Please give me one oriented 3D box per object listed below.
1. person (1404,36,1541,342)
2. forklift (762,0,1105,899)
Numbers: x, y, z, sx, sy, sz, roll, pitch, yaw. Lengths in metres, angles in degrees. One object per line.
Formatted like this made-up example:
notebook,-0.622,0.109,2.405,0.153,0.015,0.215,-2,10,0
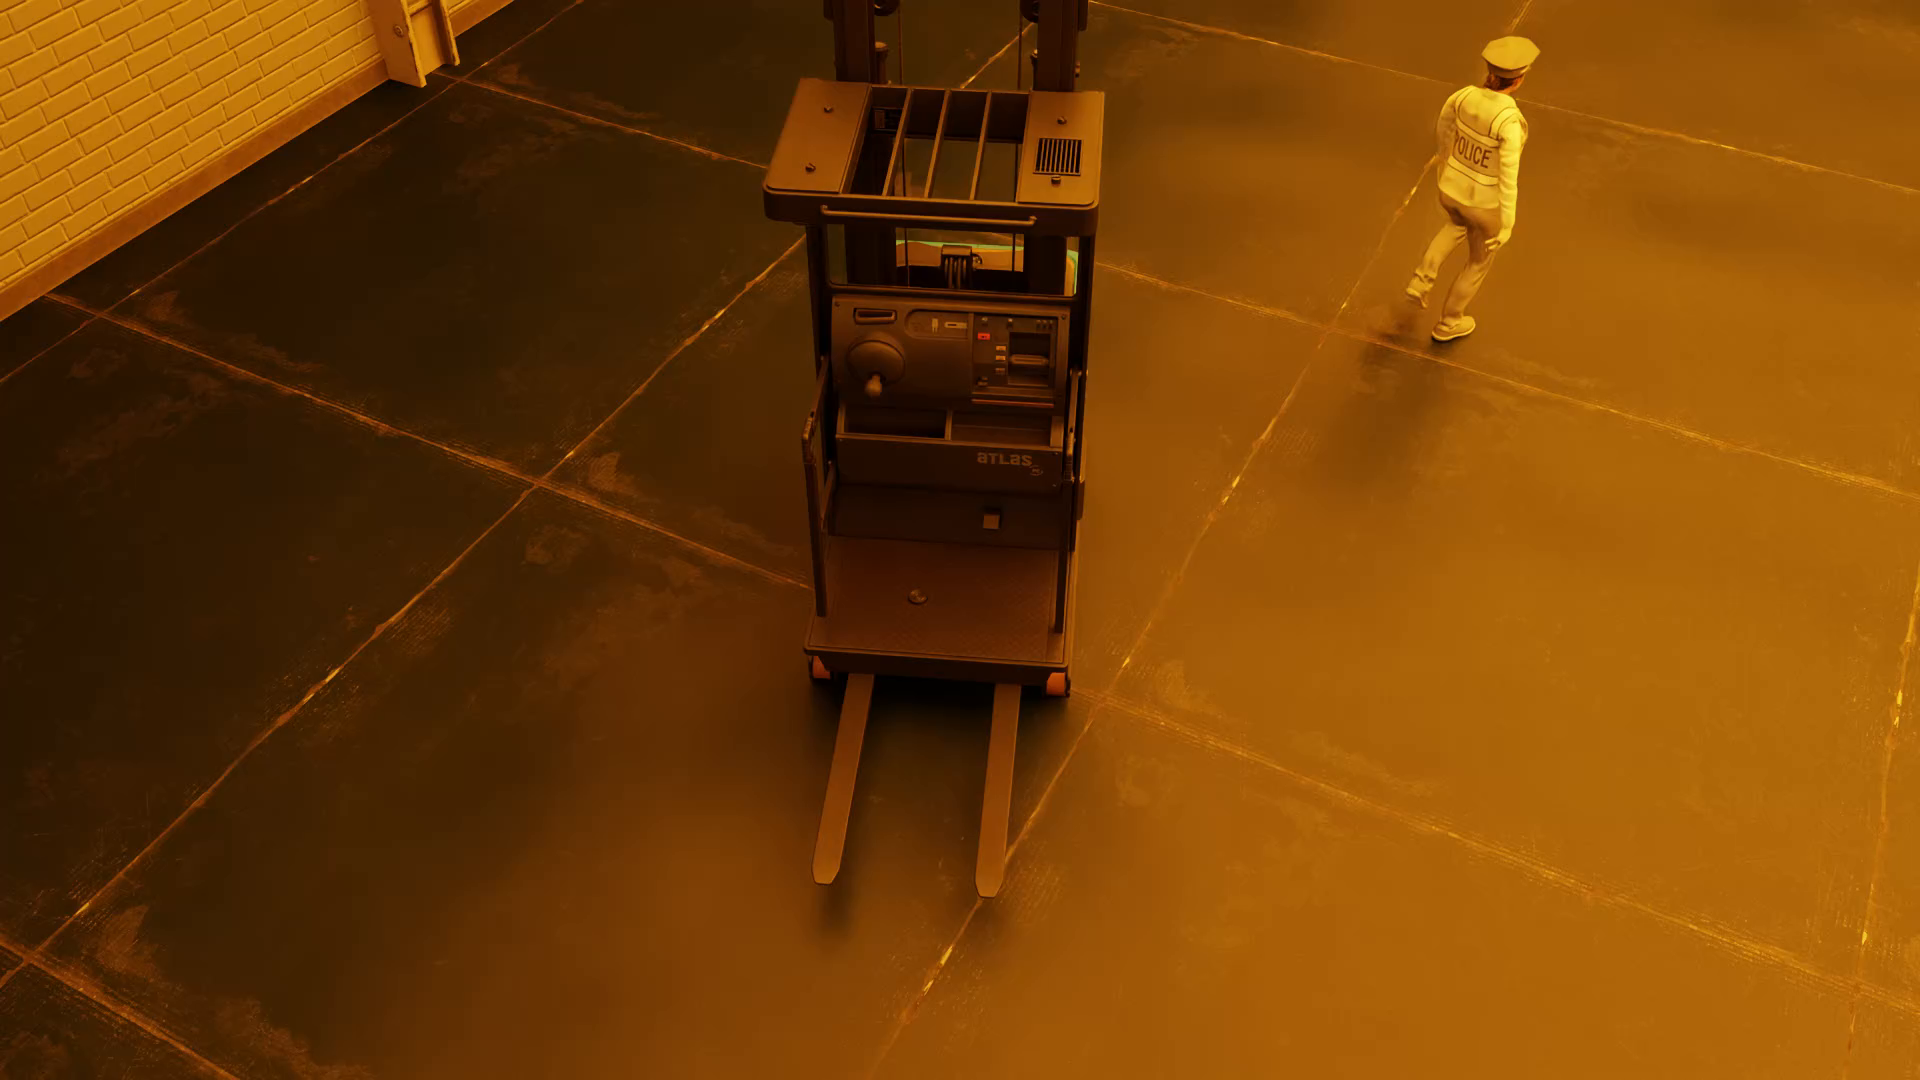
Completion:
person,2.635,-1.764,8.464,0.434,1.651,0.637,-25,49,-24
forklift,-0.059,-0.651,6.345,1.130,2.935,3.031,4,43,4
